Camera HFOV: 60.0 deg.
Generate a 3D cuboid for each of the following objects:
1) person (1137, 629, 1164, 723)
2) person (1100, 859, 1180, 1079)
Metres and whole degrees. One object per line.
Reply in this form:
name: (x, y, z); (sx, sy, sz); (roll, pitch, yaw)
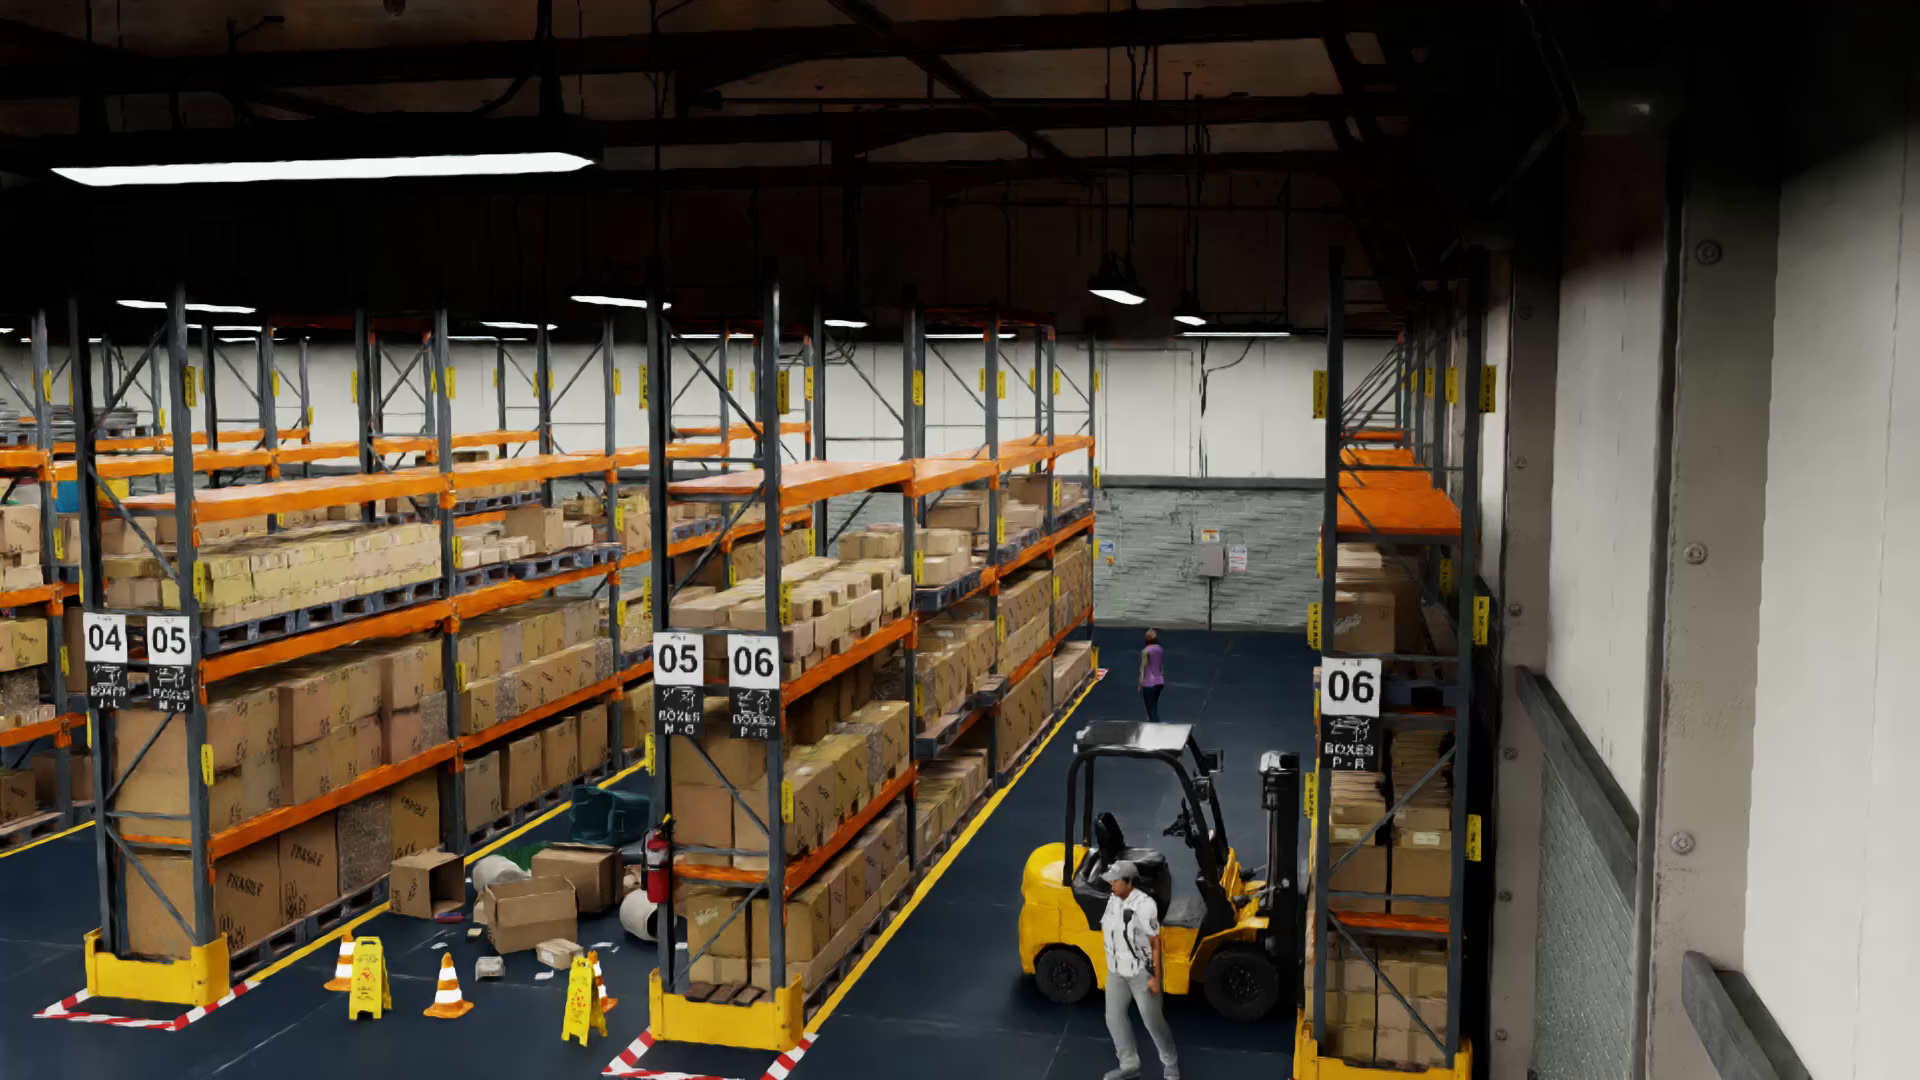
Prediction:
person: (2.657, 2.025, 23.140); (0.511, 1.596, 0.494); (5, 8, 42)
person: (1.320, 3.132, 12.132); (0.581, 1.646, 0.541); (-5, 7, -39)
